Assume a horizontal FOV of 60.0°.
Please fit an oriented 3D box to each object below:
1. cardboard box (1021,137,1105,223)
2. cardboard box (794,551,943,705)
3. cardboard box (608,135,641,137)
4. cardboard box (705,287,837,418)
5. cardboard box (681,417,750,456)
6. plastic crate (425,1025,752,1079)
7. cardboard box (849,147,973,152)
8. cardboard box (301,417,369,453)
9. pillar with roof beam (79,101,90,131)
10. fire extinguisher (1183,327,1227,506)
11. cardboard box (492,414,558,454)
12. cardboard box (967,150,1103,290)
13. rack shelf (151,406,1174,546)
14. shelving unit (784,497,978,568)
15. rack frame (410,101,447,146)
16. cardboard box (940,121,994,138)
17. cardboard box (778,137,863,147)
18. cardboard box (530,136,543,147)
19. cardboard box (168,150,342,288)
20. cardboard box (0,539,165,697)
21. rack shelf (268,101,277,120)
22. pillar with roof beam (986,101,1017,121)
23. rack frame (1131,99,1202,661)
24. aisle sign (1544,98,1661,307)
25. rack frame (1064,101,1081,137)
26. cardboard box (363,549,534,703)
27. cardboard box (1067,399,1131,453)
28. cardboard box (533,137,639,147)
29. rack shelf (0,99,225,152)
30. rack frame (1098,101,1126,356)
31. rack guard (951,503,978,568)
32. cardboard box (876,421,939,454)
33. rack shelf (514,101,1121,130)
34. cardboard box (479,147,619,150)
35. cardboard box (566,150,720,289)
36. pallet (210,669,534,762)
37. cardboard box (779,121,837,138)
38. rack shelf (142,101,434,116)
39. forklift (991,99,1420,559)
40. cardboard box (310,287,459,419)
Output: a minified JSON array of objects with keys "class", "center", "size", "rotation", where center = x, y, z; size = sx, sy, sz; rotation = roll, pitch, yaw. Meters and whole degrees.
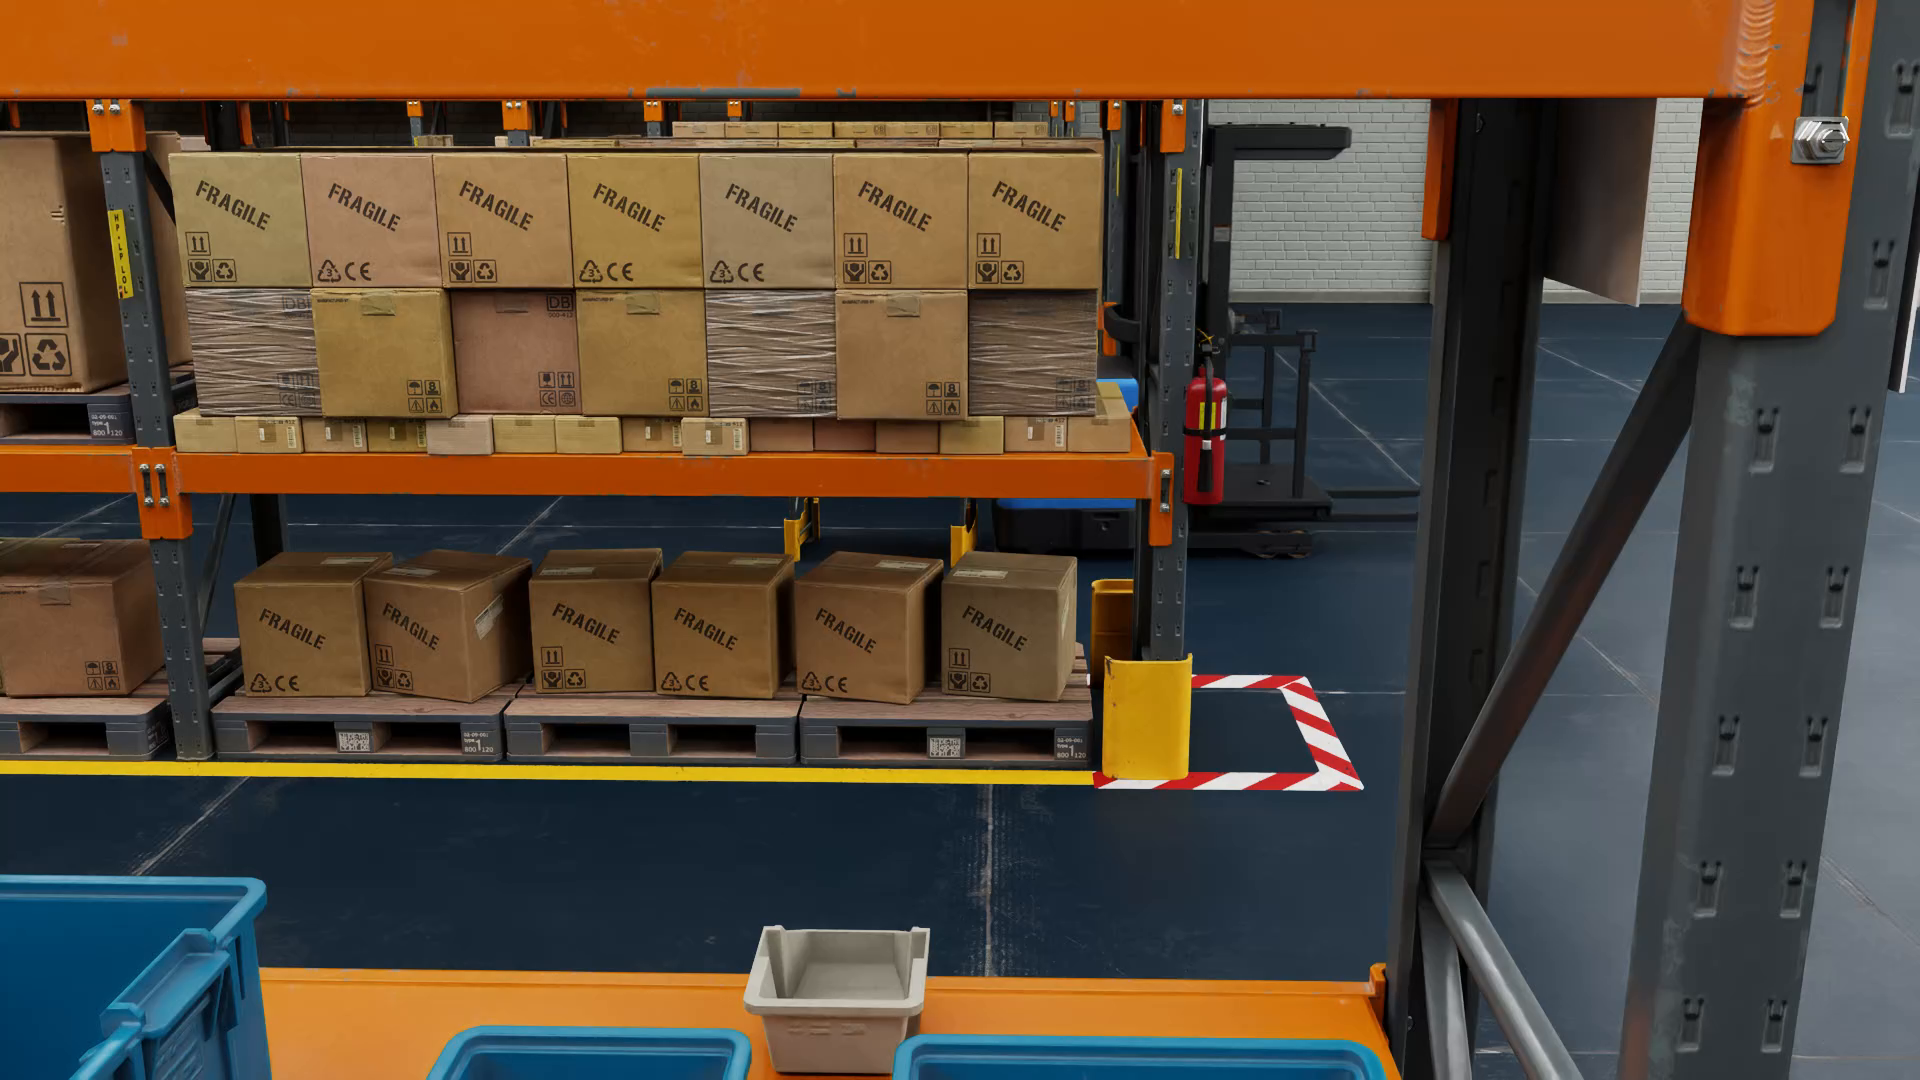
[{"class":"cardboard box","center":[0.698,-2.505,11.545],"size":[0.550,0.550,0.875],"rotation":[0,15,1]},{"class":"cardboard box","center":[-0.382,0.368,7.142],"size":[0.500,0.500,0.500],"rotation":[4,15,16]},{"class":"cardboard box","center":[-3.366,-3.990,16.708],"size":[0.250,0.149,0.380],"rotation":[0,15,1]},{"class":"cardboard box","center":[-0.710,-0.824,6.803],"size":[0.500,0.500,0.875],"rotation":[0,15,1]},{"class":"cardboard box","center":[-0.952,-0.445,6.639],"size":[0.250,0.149,0.380],"rotation":[0,15,1]},{"class":"plastic crate","center":[-0.443,0.768,1.840],"size":[0.408,0.251,0.499],"rotation":[0,15,1]},{"class":"cardboard box","center":[-0.202,-1.388,6.981],"size":[0.500,0.500,0.500],"rotation":[0,15,1]},{"class":"cardboard box","center":[-2.451,-0.461,6.700],"size":[0.250,0.149,0.380],"rotation":[0,15,1]},{"class":"pillar with roof beam","center":[-11.562,-6.543,17.499],"size":[0.400,9.000,9.100],"rotation":[0,15,1]},{"class":"fire extinguisher","center":[0.943,-0.478,6.425],"size":[0.183,0.674,0.296],"rotation":[0,15,1]},{"class":"cardboard box","center":[-1.701,-0.459,6.691],"size":[0.250,0.149,0.380],"rotation":[0,15,1]},{"class":"cardboard box","center":[0.284,-1.250,6.460],"size":[0.500,0.500,0.500],"rotation":[0,15,1]},{"class":"rack shelf","center":[-1.159,-0.299,7.005],"size":[4.000,0.370,1.077],"rotation":[0,15,1]},{"class":"shelving unit","center":[-0.465,-0.652,9.873],"size":[1.083,1.500,0.587],"rotation":[2,15,8]},{"class":"rack frame","center":[-6.781,-4.479,21.438],"size":[0.127,3.000,1.000],"rotation":[0,15,1]},{"class":"cardboard box","center":[0.072,-3.790,16.086],"size":[0.500,0.500,0.700],"rotation":[1,15,2]},{"class":"cardboard box","center":[-0.943,-2.494,11.502],"size":[0.500,0.550,0.875],"rotation":[0,15,1]},{"class":"cardboard box","center":[-4.062,-3.843,16.152],"size":[0.250,0.149,0.380],"rotation":[0,15,0]},{"class":"cardboard box","center":[-2.715,-1.268,6.527],"size":[0.500,0.500,0.500],"rotation":[0,15,1]},{"class":"cardboard box","center":[-3.771,0.326,7.261],"size":[0.500,0.500,0.700],"rotation":[-1,15,-3]},{"class":"rack shelf","center":[-8.903,-4.329,16.399],"size":[4.000,0.370,1.077],"rotation":[0,15,1]},{"class":"pillar with roof beam","center":[0.434,-6.465,17.202],"size":[0.400,9.000,9.100],"rotation":[0,15,1]},{"class":"rack frame","center":[0.841,-0.634,6.864],"size":[0.127,3.000,1.000],"rotation":[0,15,1]},{"class":"aisle sign","center":[0.794,-0.702,2.026],"size":[0.004,0.787,0.394],"rotation":[0,15,1]},{"class":"rack frame","center":[1.094,-3.161,16.443],"size":[0.127,3.000,1.000],"rotation":[0,15,1]},{"class":"cardboard box","center":[-2.186,0.360,7.172],"size":[0.500,0.500,0.500],"rotation":[5,16,19]},{"class":"cardboard box","center":[0.550,-0.462,6.703],"size":[0.250,0.149,0.380],"rotation":[0,15,1]},{"class":"cardboard box","center":[-2.562,-2.508,11.555],"size":[0.550,0.550,0.875],"rotation":[0,15,1]},{"class":"rack shelf","center":[-5.157,-1.776,6.721],"size":[4.000,0.370,1.077],"rotation":[0,15,1]},{"class":"rack frame","center":[1.068,-1.898,11.655],"size":[0.127,3.000,1.000],"rotation":[0,15,1]},{"class":"rack guard","center":[0.028,-0.029,9.961],"size":[0.087,0.250,0.587],"rotation":[2,15,8]},{"class":"cardboard box","center":[-0.200,-0.458,6.687],"size":[0.250,0.149,0.380],"rotation":[0,15,1]},{"class":"rack shelf","center":[-0.931,-3.014,11.414],"size":[4.000,0.370,1.077],"rotation":[0,15,1]},{"class":"cardboard box","center":[-1.702,-1.397,7.015],"size":[0.500,0.500,0.500],"rotation":[0,15,1]},{"class":"cardboard box","center":[-1.215,-1.261,6.502],"size":[0.500,0.500,0.500],"rotation":[0,15,1]},{"class":"pallet","center":[-2.486,0.683,7.336],"size":[1.213,0.211,1.003],"rotation":[0,15,1]},{"class":"cardboard box","center":[-1.459,-3.786,16.070],"size":[0.500,0.500,0.700],"rotation":[0,15,0]},{"class":"rack shelf","center":[-8.780,-5.595,21.197],"size":[4.000,0.370,1.077],"rotation":[0,15,1]},{"class":"forklift","center":[1.727,-1.440,10.052],"size":[3.031,2.935,1.130],"rotation":[0,15,-1]},{"class":"cardboard box","center":[-2.211,-0.821,6.794],"size":[0.500,0.500,0.875],"rotation":[0,15,1]}]
